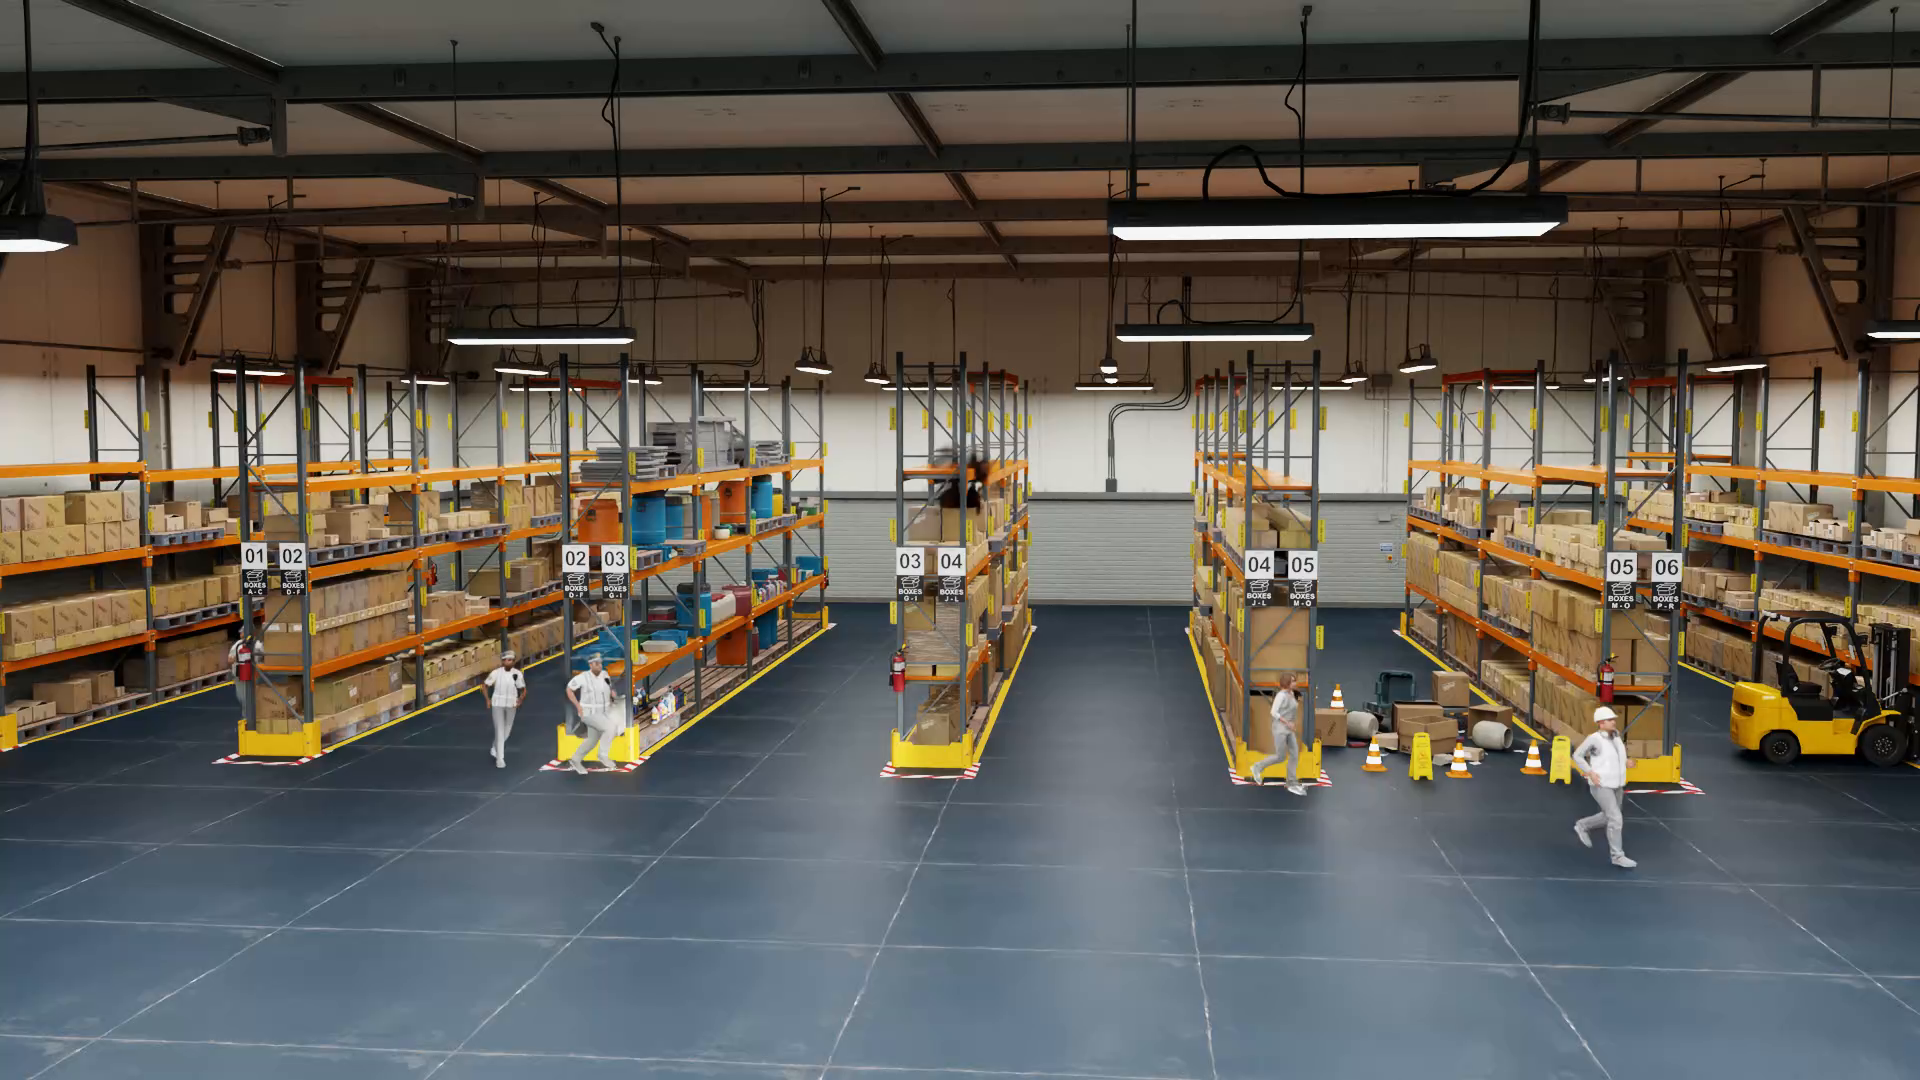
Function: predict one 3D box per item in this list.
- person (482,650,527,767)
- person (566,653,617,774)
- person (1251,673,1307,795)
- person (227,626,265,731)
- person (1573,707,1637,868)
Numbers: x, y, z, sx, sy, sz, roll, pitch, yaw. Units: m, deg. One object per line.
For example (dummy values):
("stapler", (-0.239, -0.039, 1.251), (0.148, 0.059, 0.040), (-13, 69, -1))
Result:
("person", (-6.682, 2.452, 24.433), (0.617, 1.679, 0.707), (-2, 5, -27))
("person", (-5.120, 2.428, 23.279), (0.920, 1.748, 0.637), (2, 5, 28))
("person", (4.239, 2.537, 21.956), (0.805, 1.580, 0.568), (3, 5, 33))
("person", (-11.666, 2.227, 27.209), (0.607, 1.641, 0.941), (0, 4, 6))
("person", (7.335, 2.774, 18.907), (0.667, 1.750, 0.925), (-3, 5, -32))
